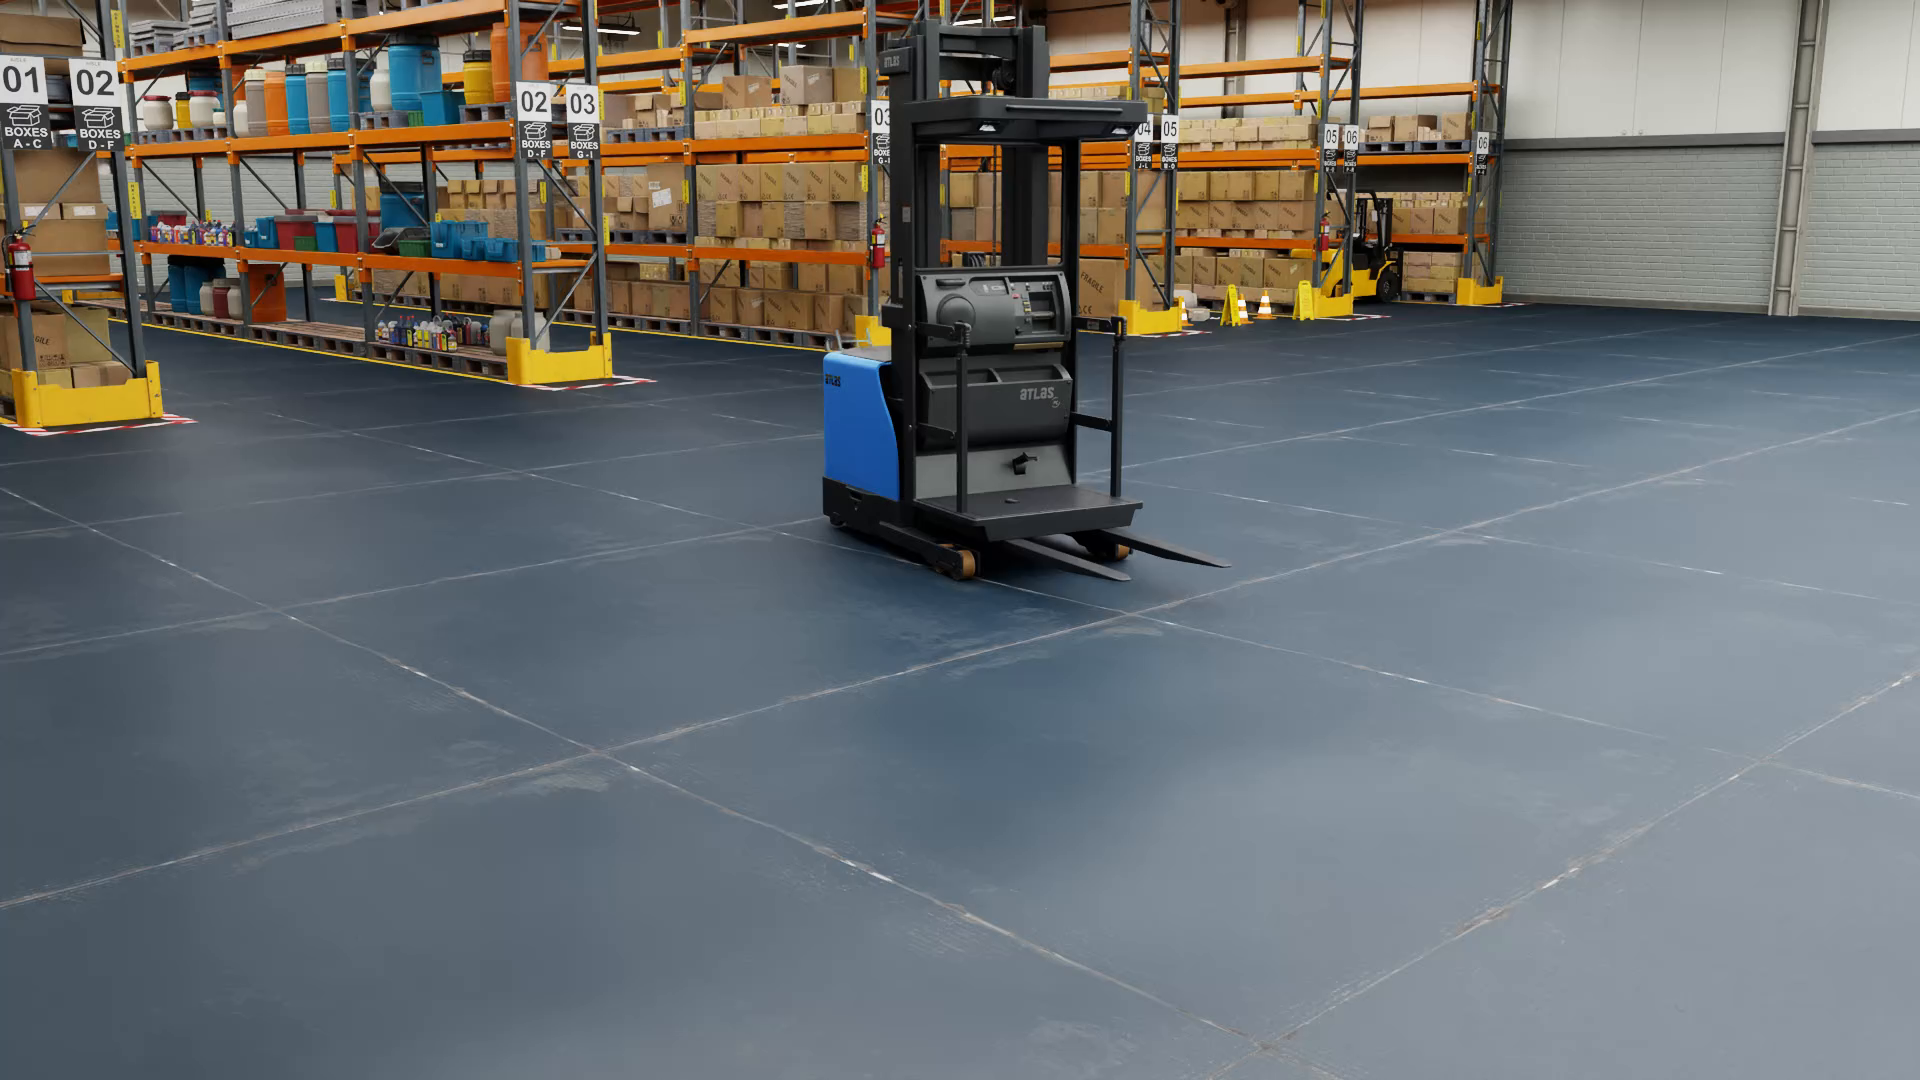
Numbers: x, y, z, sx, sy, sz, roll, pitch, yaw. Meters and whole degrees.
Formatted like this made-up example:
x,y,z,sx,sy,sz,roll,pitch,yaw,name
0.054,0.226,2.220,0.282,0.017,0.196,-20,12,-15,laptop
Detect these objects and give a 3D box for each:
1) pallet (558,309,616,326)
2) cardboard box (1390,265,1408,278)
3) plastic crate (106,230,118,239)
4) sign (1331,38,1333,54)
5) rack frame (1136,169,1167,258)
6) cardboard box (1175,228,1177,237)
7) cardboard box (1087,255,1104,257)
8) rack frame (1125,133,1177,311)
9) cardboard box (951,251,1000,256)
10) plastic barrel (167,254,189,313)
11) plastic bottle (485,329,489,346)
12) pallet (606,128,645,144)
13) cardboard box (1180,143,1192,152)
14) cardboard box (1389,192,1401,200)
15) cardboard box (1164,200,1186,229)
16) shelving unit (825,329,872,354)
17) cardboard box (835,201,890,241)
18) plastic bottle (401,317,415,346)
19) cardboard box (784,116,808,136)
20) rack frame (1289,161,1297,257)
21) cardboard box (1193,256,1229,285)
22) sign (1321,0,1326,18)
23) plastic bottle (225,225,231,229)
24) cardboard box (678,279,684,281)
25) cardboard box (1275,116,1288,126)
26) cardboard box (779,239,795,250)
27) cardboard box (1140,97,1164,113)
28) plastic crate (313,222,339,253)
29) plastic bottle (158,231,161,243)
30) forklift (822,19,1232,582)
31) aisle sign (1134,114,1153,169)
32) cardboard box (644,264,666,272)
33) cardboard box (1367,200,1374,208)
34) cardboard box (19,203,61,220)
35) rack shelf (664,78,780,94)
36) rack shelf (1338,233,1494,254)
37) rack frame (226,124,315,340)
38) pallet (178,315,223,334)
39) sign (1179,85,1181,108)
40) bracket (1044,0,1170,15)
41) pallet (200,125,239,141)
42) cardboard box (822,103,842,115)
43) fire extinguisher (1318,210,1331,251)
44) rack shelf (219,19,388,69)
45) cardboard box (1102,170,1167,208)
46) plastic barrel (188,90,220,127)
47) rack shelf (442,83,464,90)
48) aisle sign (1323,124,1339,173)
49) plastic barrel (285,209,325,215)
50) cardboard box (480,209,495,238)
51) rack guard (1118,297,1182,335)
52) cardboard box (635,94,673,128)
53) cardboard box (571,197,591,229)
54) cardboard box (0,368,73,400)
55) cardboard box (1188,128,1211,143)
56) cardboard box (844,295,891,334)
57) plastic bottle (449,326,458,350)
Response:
x,y,z,sx,sy,sz,roll,pitch,yaw,name
-5.779,-3.633,27.024,1.003,0.211,1.213,-11,16,-43,pallet
8.689,-5.297,32.725,0.500,0.250,0.500,-11,16,-44,cardboard box
-14.082,-5.119,27.831,0.293,0.136,0.466,-11,16,-43,plastic crate
7.618,-10.150,34.169,0.100,0.325,0.005,-11,16,-43,sign
3.612,-5.911,31.166,1.000,3.000,0.127,-11,16,-43,rack frame
4.015,-5.633,30.440,0.380,0.149,0.250,-11,16,-43,cardboard box
3.288,-6.350,38.454,0.500,0.500,0.500,-10,15,-40,cardboard box
2.864,-4.622,24.913,1.000,3.000,0.127,-11,16,-43,rack frame
0.433,-5.772,34.717,0.875,0.875,0.875,-11,16,-43,cardboard box
-12.299,-4.103,26.553,0.600,0.901,0.708,-11,16,-43,plastic barrel
-5.776,-2.488,20.397,0.097,0.201,0.097,0,12,0,plastic bottle
-4.623,-6.163,25.422,1.213,0.211,1.003,-11,16,-43,pallet
4.186,-7.068,29.974,0.380,0.149,0.250,-10,15,-41,cardboard box
8.608,-6.727,32.535,0.380,0.149,0.250,-10,16,-41,cardboard box
4.078,-5.932,30.286,0.500,0.500,0.500,-11,16,-43,cardboard box
-0.616,-0.790,10.891,0.258,1.200,0.189,-6,-15,-28,shelving unit
-1.153,-4.225,21.998,0.875,0.500,0.500,-11,16,-43,cardboard box
-6.750,-2.554,20.350,0.185,0.351,0.144,11,16,43,plastic bottle
-2.004,-5.525,22.233,0.500,0.250,0.500,-10,16,-41,cardboard box
7.199,-6.603,34.526,1.000,3.000,0.127,-11,16,-43,rack frame
4.559,-4.861,29.986,0.500,0.500,0.500,-10,15,-40,cardboard box
5.959,-8.726,27.256,0.100,0.325,0.005,-11,16,-43,sign
-11.463,-4.787,26.021,0.152,0.276,0.135,-11,16,-43,plastic bottle
-5.626,-5.320,34.323,0.380,0.149,0.250,-10,15,-41,cardboard box
5.587,-7.149,28.392,0.380,0.149,0.250,-11,16,-43,cardboard box
-2.251,-4.040,22.709,0.380,0.149,0.250,-11,16,-43,cardboard box
2.716,-6.524,25.059,0.500,0.250,0.500,-11,16,-43,cardboard box
-8.124,-3.949,21.686,0.392,0.384,0.575,-11,16,-43,plastic crate
-12.533,-4.763,26.088,0.097,0.201,0.097,0,12,0,plastic bottle
0.310,-1.325,9.078,1.130,2.935,3.031,-6,13,-29,forklift
2.696,-5.843,24.398,0.394,0.787,0.004,-11,16,-43,aisle sign
-6.239,-5.557,34.001,0.380,0.149,0.250,-11,16,-43,cardboard box
8.283,-6.658,32.938,0.380,0.149,0.250,-11,16,-44,cardboard box
-8.362,-2.962,14.999,0.380,0.149,0.250,-11,16,-43,cardboard box
-4.042,-8.472,31.505,1.077,0.370,4.000,-11,16,-43,rack shelf
8.581,-5.959,33.182,1.077,0.370,4.000,-11,16,-43,rack shelf
-9.900,-4.423,23.947,1.000,3.000,0.127,-11,16,-43,rack frame
-11.313,-3.345,25.623,1.003,0.211,1.213,-11,16,-43,pallet
3.270,-6.635,24.886,0.100,0.325,0.005,-11,16,-43,sign
3.667,-12.210,37.956,0.076,0.066,4.783,-11,16,-43,bracket
-10.357,-5.925,24.271,1.003,0.211,1.213,-11,16,-43,pallet
-1.574,-5.613,21.671,0.250,0.149,0.380,11,16,43,cardboard box
6.120,-5.208,27.948,0.296,0.674,0.183,-11,16,-43,fire extinguisher
-8.519,-6.521,22.038,1.077,0.370,4.000,-11,16,-43,rack shelf
2.636,-5.284,25.078,0.875,0.550,0.550,-11,16,-43,cardboard box
-11.233,-6.402,24.742,0.433,0.535,0.433,0,12,0,plastic barrel
-10.461,-8.379,31.055,1.077,0.370,4.000,-11,16,-43,rack shelf
6.207,-6.551,27.831,0.394,0.787,0.004,-11,16,-43,aisle sign
-9.360,-4.464,23.809,0.600,0.536,0.708,-11,16,-43,plastic barrel
-7.889,-5.423,28.553,0.500,0.500,0.500,-10,16,-41,cardboard box
2.881,-3.394,25.148,1.175,0.500,0.348,-11,16,-43,rack guard
-4.460,-6.475,25.175,0.797,0.503,0.637,-10,15,-40,cardboard box
-5.916,-5.295,26.889,0.500,0.500,0.500,9,15,38,cardboard box
-8.544,-1.462,15.347,0.500,0.250,0.500,-11,16,-43,cardboard box
4.417,-7.201,29.629,0.500,0.250,0.500,-11,16,-42,cardboard box
-1.212,-3.021,22.294,0.500,0.500,0.500,-7,14,-32,cardboard box
-6.038,-2.403,19.784,0.061,0.283,0.133,-11,16,-43,plastic bottle
